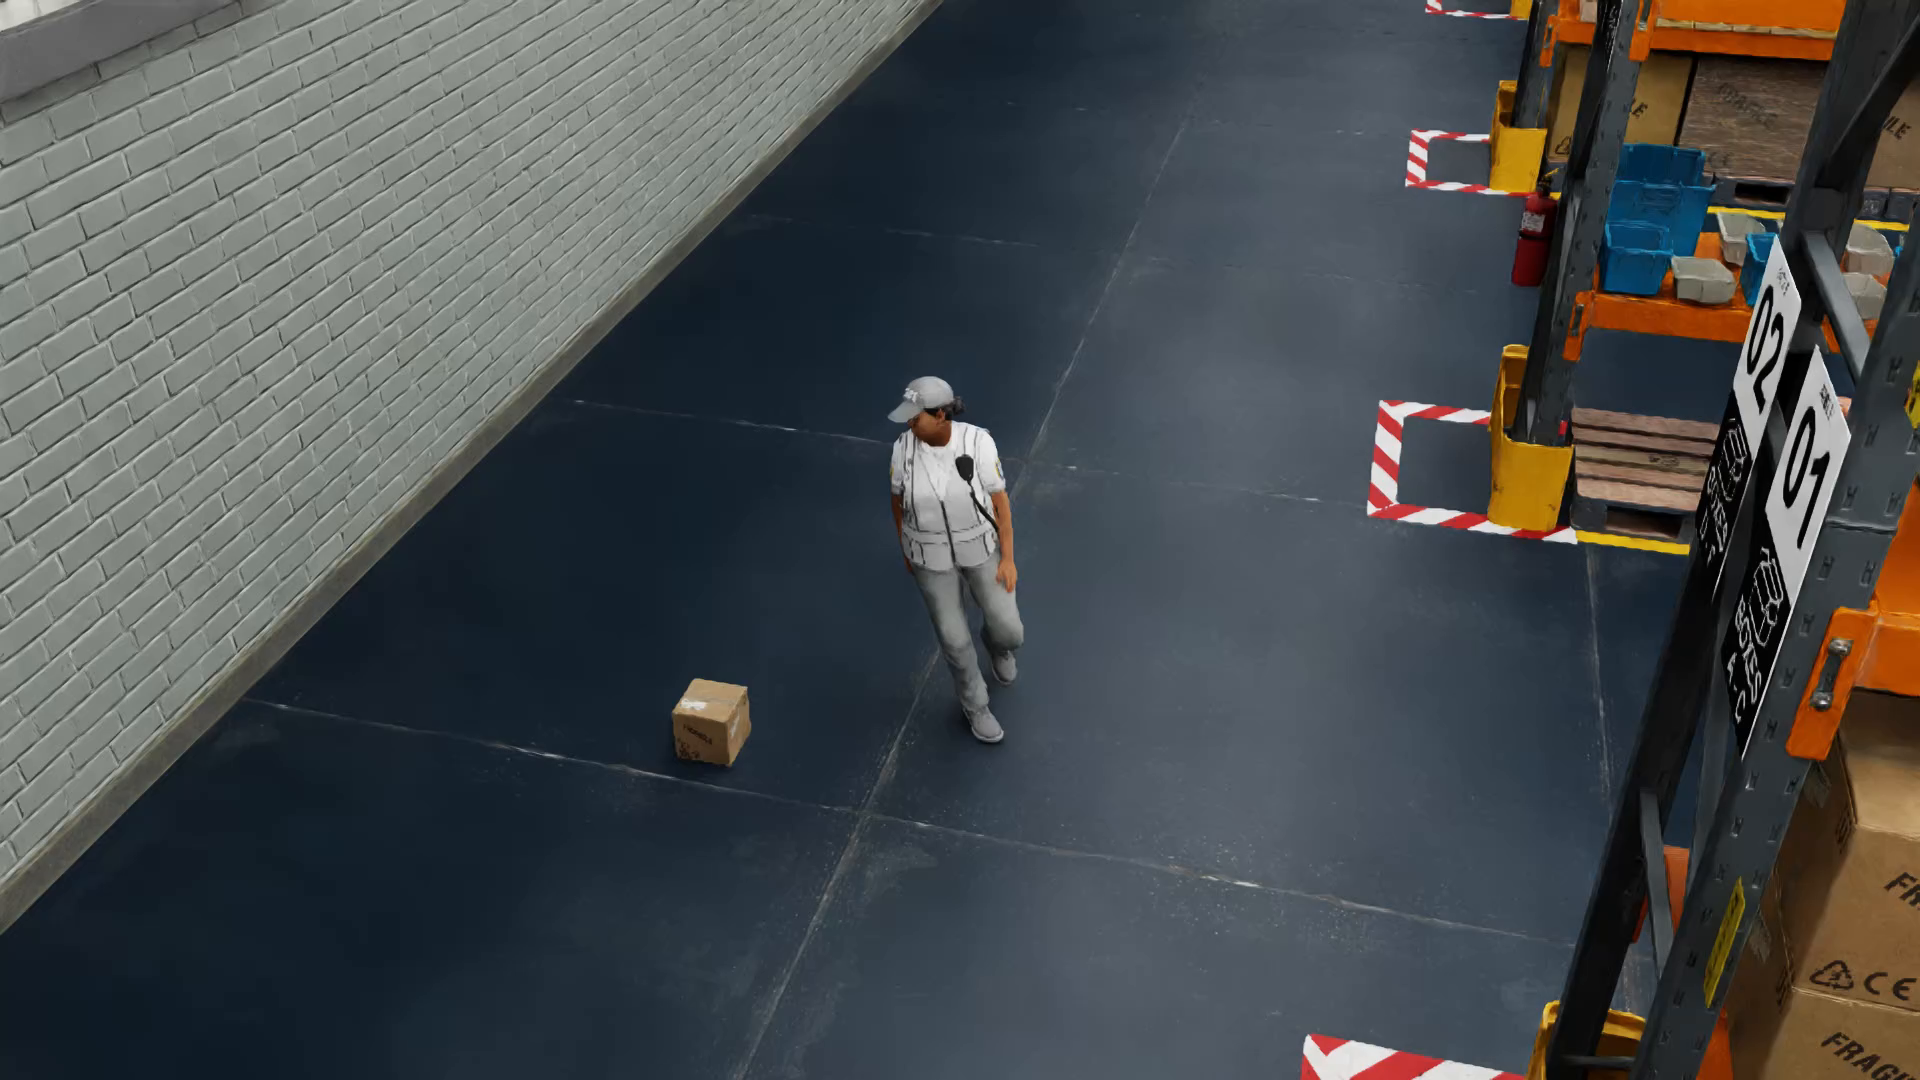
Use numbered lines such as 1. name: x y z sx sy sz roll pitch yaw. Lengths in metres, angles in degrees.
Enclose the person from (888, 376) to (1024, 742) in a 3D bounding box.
1. person: -0.012 0.072 7.058 0.561 1.626 0.548 -1 33 -2
